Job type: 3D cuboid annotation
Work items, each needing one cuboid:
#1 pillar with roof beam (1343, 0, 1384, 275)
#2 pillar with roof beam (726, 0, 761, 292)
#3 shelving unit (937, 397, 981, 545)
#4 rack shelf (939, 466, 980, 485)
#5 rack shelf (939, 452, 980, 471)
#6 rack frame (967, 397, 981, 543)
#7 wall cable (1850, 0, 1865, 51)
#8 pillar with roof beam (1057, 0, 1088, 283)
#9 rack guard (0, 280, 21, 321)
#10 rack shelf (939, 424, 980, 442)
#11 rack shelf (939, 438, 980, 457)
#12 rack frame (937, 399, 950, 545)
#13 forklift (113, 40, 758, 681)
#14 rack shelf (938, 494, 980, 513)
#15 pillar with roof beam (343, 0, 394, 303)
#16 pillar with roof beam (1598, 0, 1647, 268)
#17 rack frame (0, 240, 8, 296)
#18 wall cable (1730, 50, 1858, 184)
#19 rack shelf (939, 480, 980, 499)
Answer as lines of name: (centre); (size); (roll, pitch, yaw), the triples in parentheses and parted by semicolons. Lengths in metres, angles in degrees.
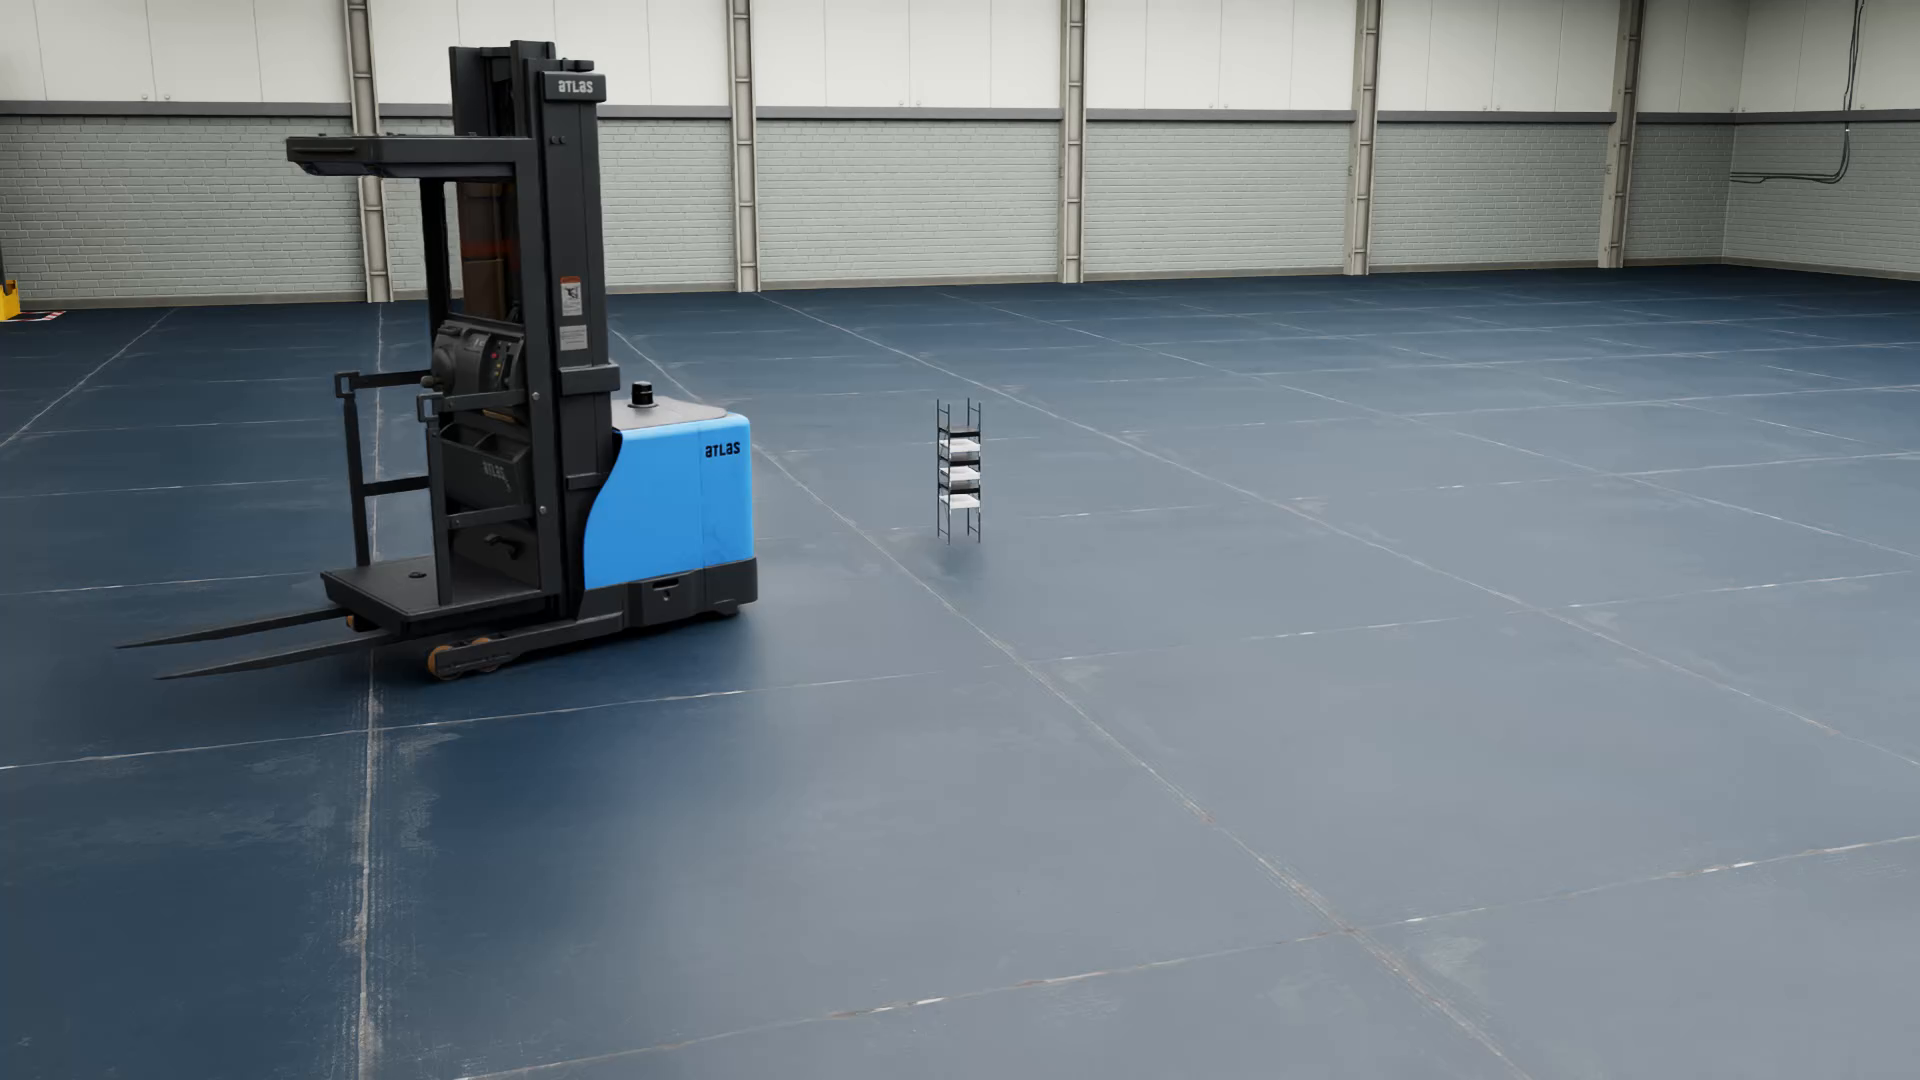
pillar with roof beam: (9.084, -8.615, 27.414); (0.400, 9.000, 9.100); (-4, 14, -18)
pillar with roof beam: (-2.289, -7.729, 23.691); (0.400, 9.000, 9.100); (-4, 14, -18)
shelving unit: (-0.008, -0.437, 10.536); (0.210, 0.900, 0.258); (-4, 14, -18)
rack shelf: (-0.008, -0.405, 10.544); (0.200, 0.077, 0.258); (-4, 14, -18)
rack shelf: (-0.008, -0.492, 10.523); (0.200, 0.077, 0.258); (-4, 14, -18)
rack frame: (0.089, -0.445, 10.568); (0.006, 0.900, 0.240); (-4, 14, -18)
wall cable: (17.474, -10.282, 30.221); (0.112, 2.526, 3.097); (-4, 14, -18)
pillar with roof beam: (3.397, -8.172, 25.553); (0.400, 9.000, 9.100); (-4, 14, -18)
rack guard: (-14.066, -3.509, 24.313); (0.348, 0.500, 1.175); (-4, 14, -18)
rack shelf: (-0.008, -0.667, 10.481); (0.200, 0.077, 0.258); (-4, 14, -18)
rack shelf: (-0.008, -0.580, 10.502); (0.200, 0.077, 0.258); (-4, 14, -18)
rack frame: (-0.104, -0.430, 10.505); (0.006, 0.900, 0.240); (-4, 14, -18)
forklift: (-2.538, -0.898, 8.083); (3.031, 2.935, 1.130); (-11, 17, -39)
rack shelf: (-0.008, -0.230, 10.586); (0.200, 0.077, 0.258); (-4, 14, -18)
pillar with roof beam: (-7.976, -7.286, 21.829); (0.400, 9.000, 9.100); (-4, 14, -18)
pillar with roof beam: (14.771, -9.058, 29.276); (0.400, 9.000, 9.100); (-4, 14, -18)
rack frame: (-14.088, -4.723, 24.016); (0.127, 3.000, 1.000); (-4, 14, -18)
wall cable: (16.611, -8.419, 33.300); (0.112, 2.526, 3.097); (-4, 14, -18)
rack shelf: (-0.008, -0.317, 10.565); (0.200, 0.077, 0.258); (-4, 14, -18)
